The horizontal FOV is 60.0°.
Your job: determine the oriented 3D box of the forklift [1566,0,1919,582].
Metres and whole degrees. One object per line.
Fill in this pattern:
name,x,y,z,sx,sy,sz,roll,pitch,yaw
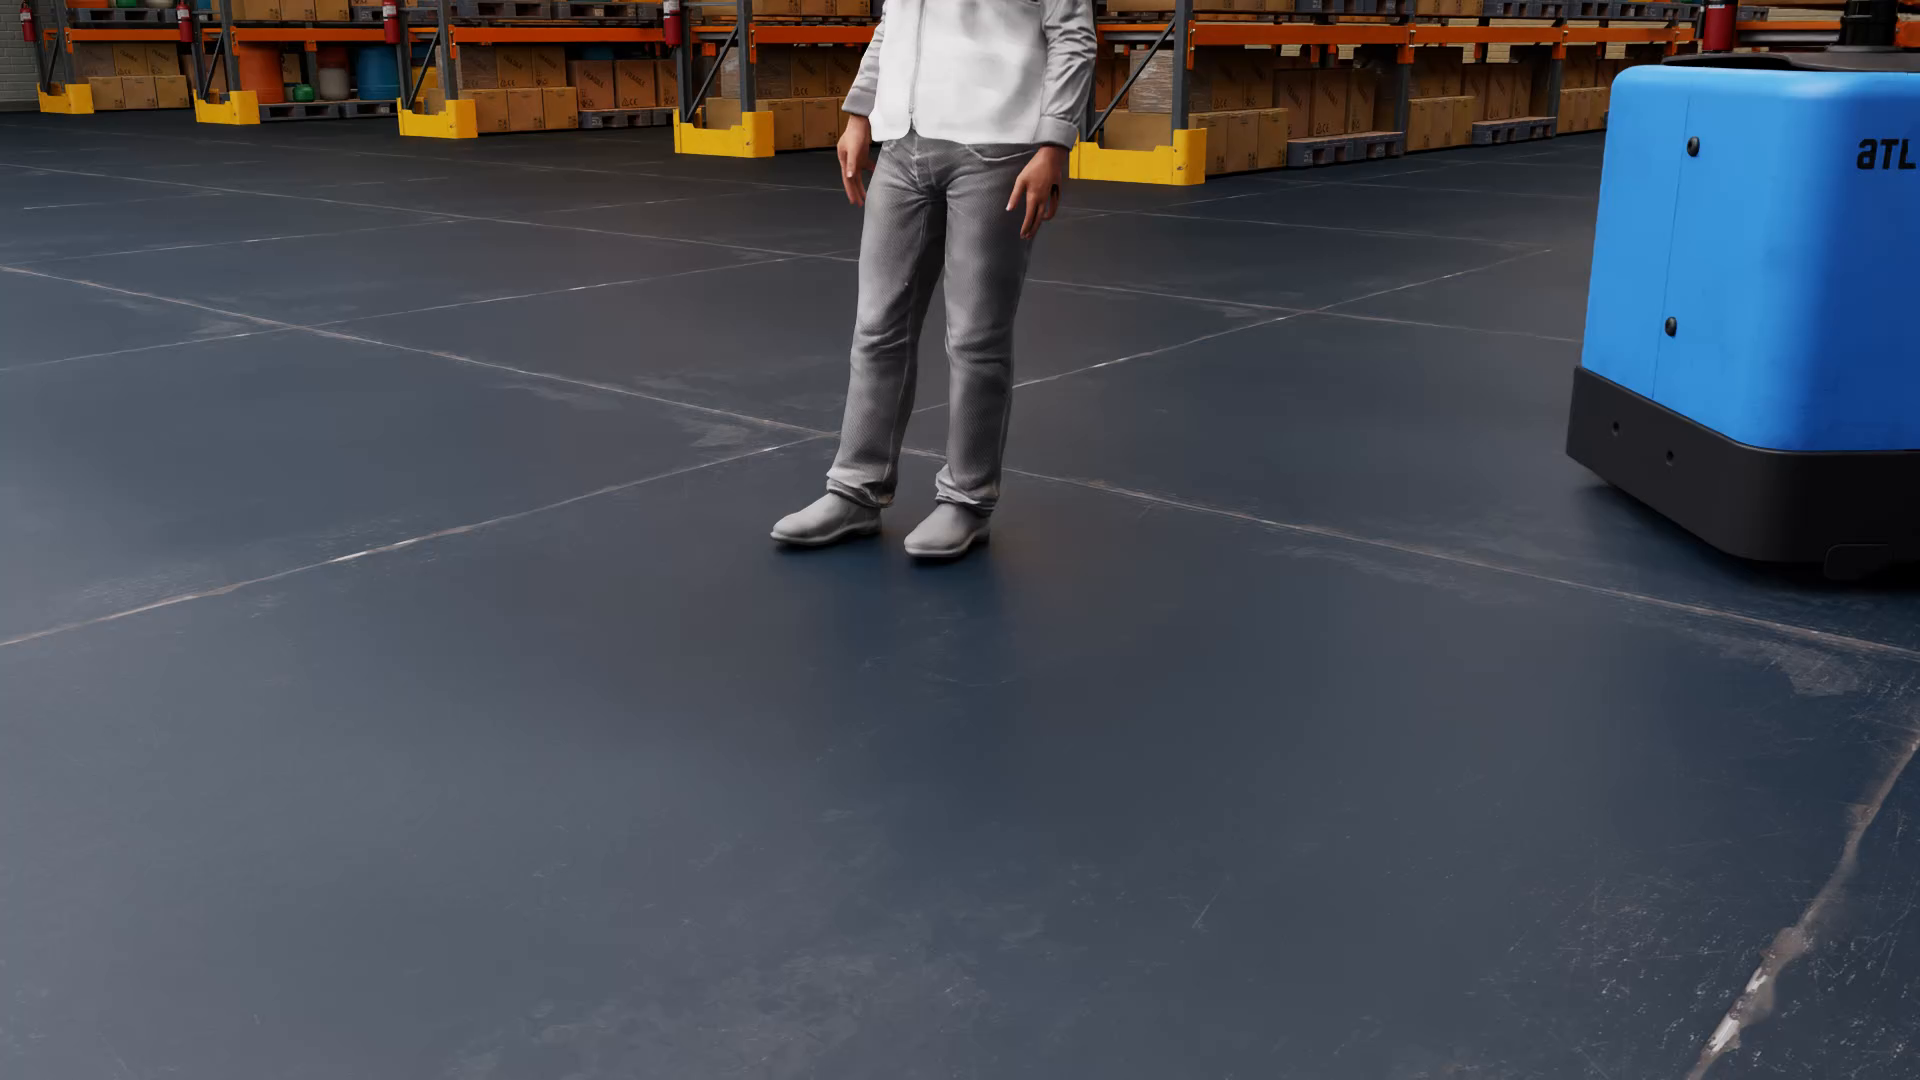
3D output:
forklift,3.150,-1.452,3.678,3.031,2.935,1.130,-1,17,-2

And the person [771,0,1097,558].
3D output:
person,-0.046,-0.841,3.641,0.634,1.770,0.566,13,21,37
